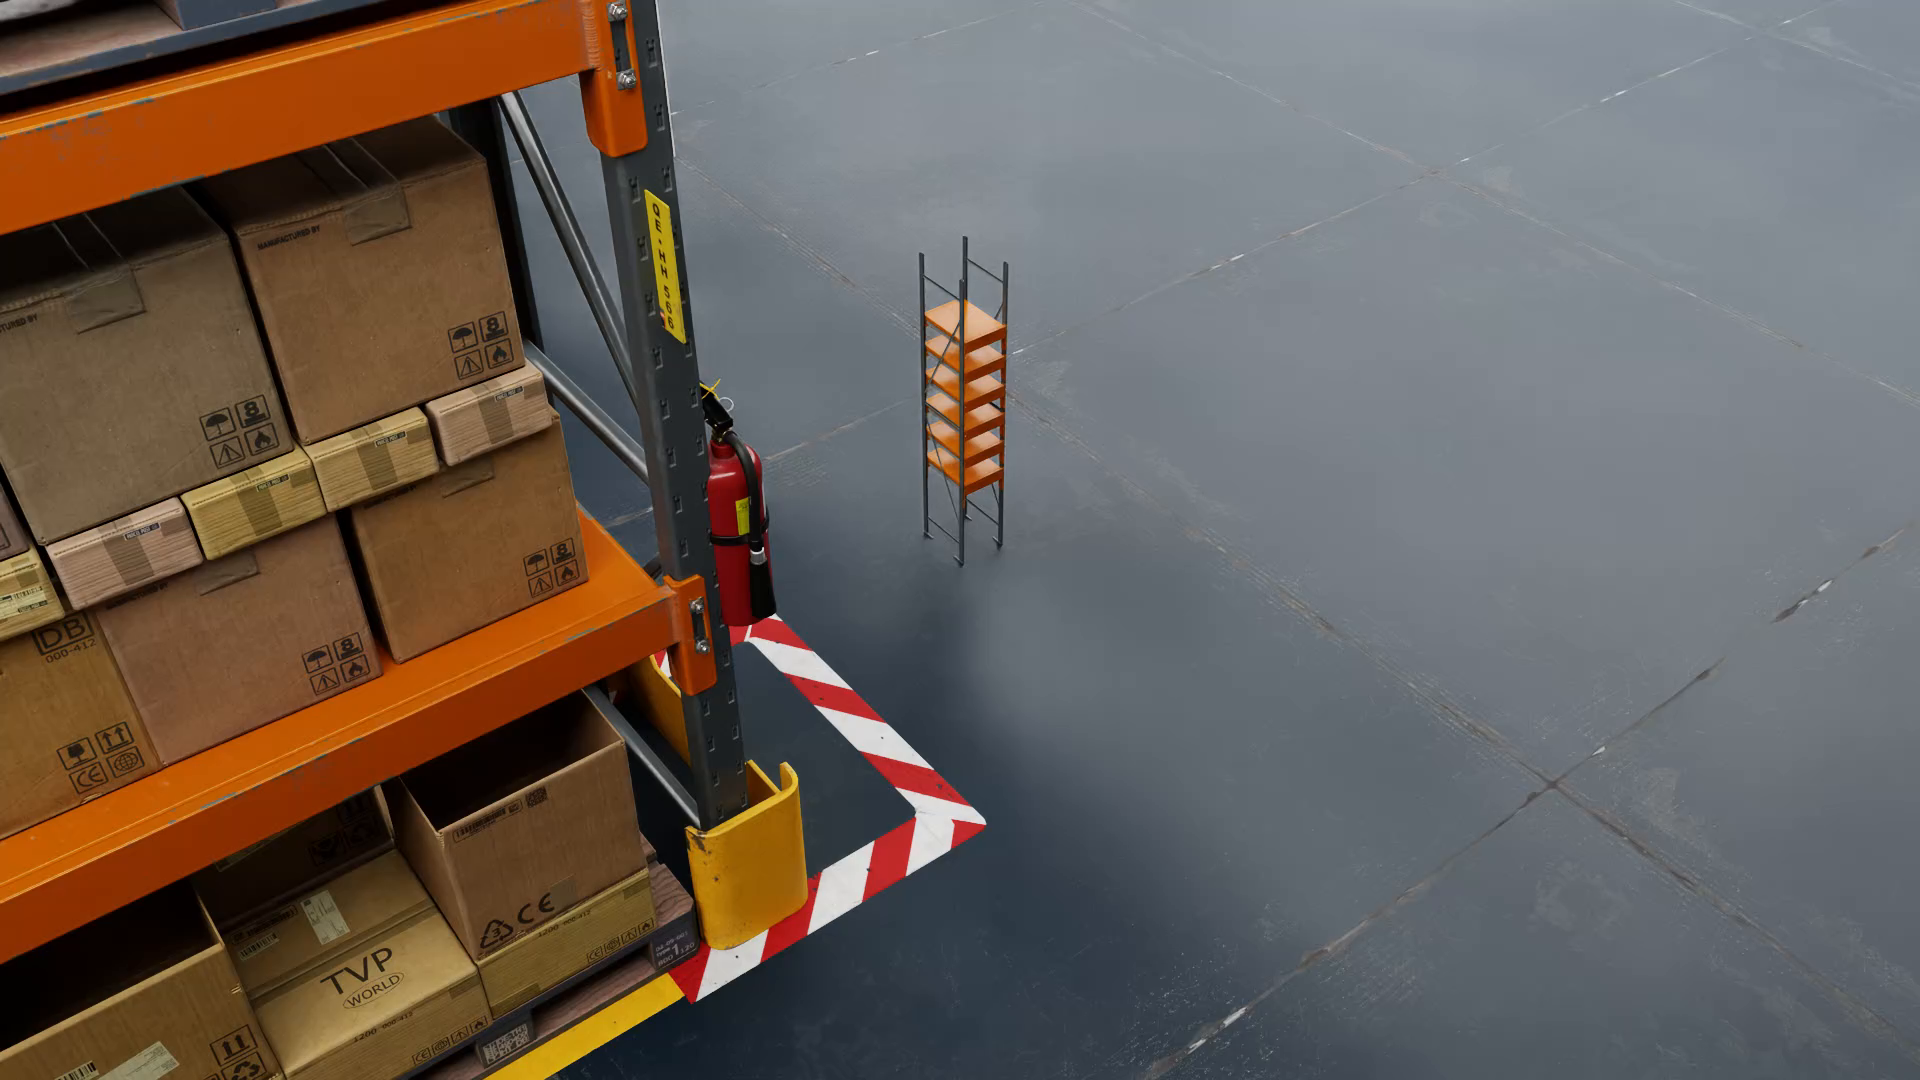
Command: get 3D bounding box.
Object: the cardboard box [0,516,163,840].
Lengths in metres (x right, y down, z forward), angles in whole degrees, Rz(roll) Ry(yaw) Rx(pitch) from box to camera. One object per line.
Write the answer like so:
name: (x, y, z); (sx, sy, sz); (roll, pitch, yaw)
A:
cardboard box: (-2.126, 0.222, 3.536); (0.500, 0.500, 0.700); (-26, 46, -28)

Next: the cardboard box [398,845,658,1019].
cardboard box: (-1.182, 0.949, 4.565); (0.500, 0.250, 0.500); (-26, 46, -28)

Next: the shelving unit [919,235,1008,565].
shelving unit: (0.011, -0.469, 5.876); (0.189, 1.200, 0.258); (-26, 46, -28)

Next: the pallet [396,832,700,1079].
pallet: (-1.518, 1.087, 4.759); (1.213, 0.211, 1.003); (-26, 46, -28)

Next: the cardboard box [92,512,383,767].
cardboard box: (-1.729, 0.033, 3.766); (0.500, 0.500, 0.700); (-25, 45, -27)

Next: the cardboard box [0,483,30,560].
cardboard box: (-2.170, -0.253, 3.091); (0.500, 0.500, 0.700); (-26, 46, -28)

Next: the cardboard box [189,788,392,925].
cardboard box: (-1.893, 0.592, 4.408); (0.500, 0.500, 0.500); (-26, 46, -28)

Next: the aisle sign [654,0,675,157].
aisle sign: (-0.706, -1.191, 3.287); (0.004, 0.787, 0.394); (-26, 46, -28)

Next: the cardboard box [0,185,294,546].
cardboard box: (-1.771, -0.448, 3.329); (0.500, 0.500, 0.700); (-27, 47, -29)

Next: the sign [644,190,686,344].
sign: (-0.618, -0.569, 3.479); (0.005, 0.325, 0.100); (-26, 46, -28)

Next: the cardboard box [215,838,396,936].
cardboard box: (-1.892, 0.883, 4.645); (0.500, 0.250, 0.500); (-26, 46, -28)

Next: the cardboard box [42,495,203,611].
cardboard box: (-1.734, -0.057, 3.364); (0.250, 0.149, 0.380); (-25, 46, -28)

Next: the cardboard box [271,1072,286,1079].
cardboard box: (-1.967, 1.342, 4.086); (0.500, 0.250, 0.500); (-26, 46, -28)

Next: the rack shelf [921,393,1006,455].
rack shelf: (0.011, -0.435, 5.904); (0.180, 0.103, 0.258); (-26, 46, -28)

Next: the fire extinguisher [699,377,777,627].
fire extinguisher: (-0.560, -0.090, 4.056); (0.183, 0.674, 0.296); (-26, 46, -28)

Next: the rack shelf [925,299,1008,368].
rack shelf: (0.011, -0.713, 5.676); (0.180, 0.103, 0.258); (-26, 46, -28)

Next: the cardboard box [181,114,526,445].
cardboard box: (-1.357, -0.654, 3.580); (0.500, 0.500, 0.700); (-26, 46, -28)

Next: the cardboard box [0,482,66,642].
cardboard box: (-1.942, 0.045, 3.240); (0.250, 0.149, 0.380); (-25, 45, -27)

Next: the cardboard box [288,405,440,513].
cardboard box: (-1.331, -0.252, 3.602); (0.250, 0.149, 0.380); (-25, 45, -27)

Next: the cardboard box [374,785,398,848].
cardboard box: (-1.498, 0.688, 4.883); (0.500, 0.250, 0.500); (-26, 46, -28)

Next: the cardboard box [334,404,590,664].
cardboard box: (-1.315, -0.173, 4.017); (0.500, 0.500, 0.700); (-26, 46, -28)

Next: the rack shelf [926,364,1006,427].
rack shelf: (0.011, -0.528, 5.828); (0.180, 0.103, 0.258); (-26, 46, -28)

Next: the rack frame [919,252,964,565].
rack frame: (-0.061, -0.434, 5.833); (0.006, 1.200, 0.240); (-26, 46, -28)

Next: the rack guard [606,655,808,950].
rack guard: (-0.918, 0.649, 5.065); (0.348, 0.500, 1.175); (-26, 46, -28)

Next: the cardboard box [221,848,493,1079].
cardboard box: (-1.571, 1.148, 4.323); (0.500, 0.250, 0.500); (-26, 46, -28)

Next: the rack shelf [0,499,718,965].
rack shelf: (-2.523, 0.743, 3.546); (4.000, 0.370, 1.077); (-26, 46, -28)

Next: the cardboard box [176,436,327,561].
cardboard box: (-1.533, -0.153, 3.481); (0.250, 0.149, 0.380); (-27, 46, -29)

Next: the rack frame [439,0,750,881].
rack frame: (-0.937, -0.308, 4.260); (0.127, 3.000, 1.000); (-26, 46, -28)

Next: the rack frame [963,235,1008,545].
rack frame: (0.084, -0.505, 5.919); (0.006, 1.200, 0.240); (-26, 46, -28)

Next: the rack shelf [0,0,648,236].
rack shelf: (-2.523, -0.417, 2.595); (4.000, 0.370, 1.077); (-26, 46, -28)

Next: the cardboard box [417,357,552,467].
cardboard box: (-1.124, -0.354, 3.726); (0.250, 0.149, 0.380); (-27, 46, -29)

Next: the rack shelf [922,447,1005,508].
rack shelf: (0.011, -0.250, 6.057); (0.180, 0.103, 0.258); (-26, 46, -28)

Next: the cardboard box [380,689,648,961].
cardboard box: (-1.181, 0.660, 4.326); (0.500, 0.500, 0.500); (-26, 46, -28)

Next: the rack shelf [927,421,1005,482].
rack shelf: (0.011, -0.342, 5.981); (0.180, 0.103, 0.258); (-26, 46, -28)

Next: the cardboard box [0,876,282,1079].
cardboard box: (-1.965, 1.054, 3.846); (0.500, 0.500, 0.500); (-26, 46, -28)

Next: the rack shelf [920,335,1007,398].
rack shelf: (0.011, -0.621, 5.752); (0.180, 0.103, 0.258); (-26, 46, -28)
